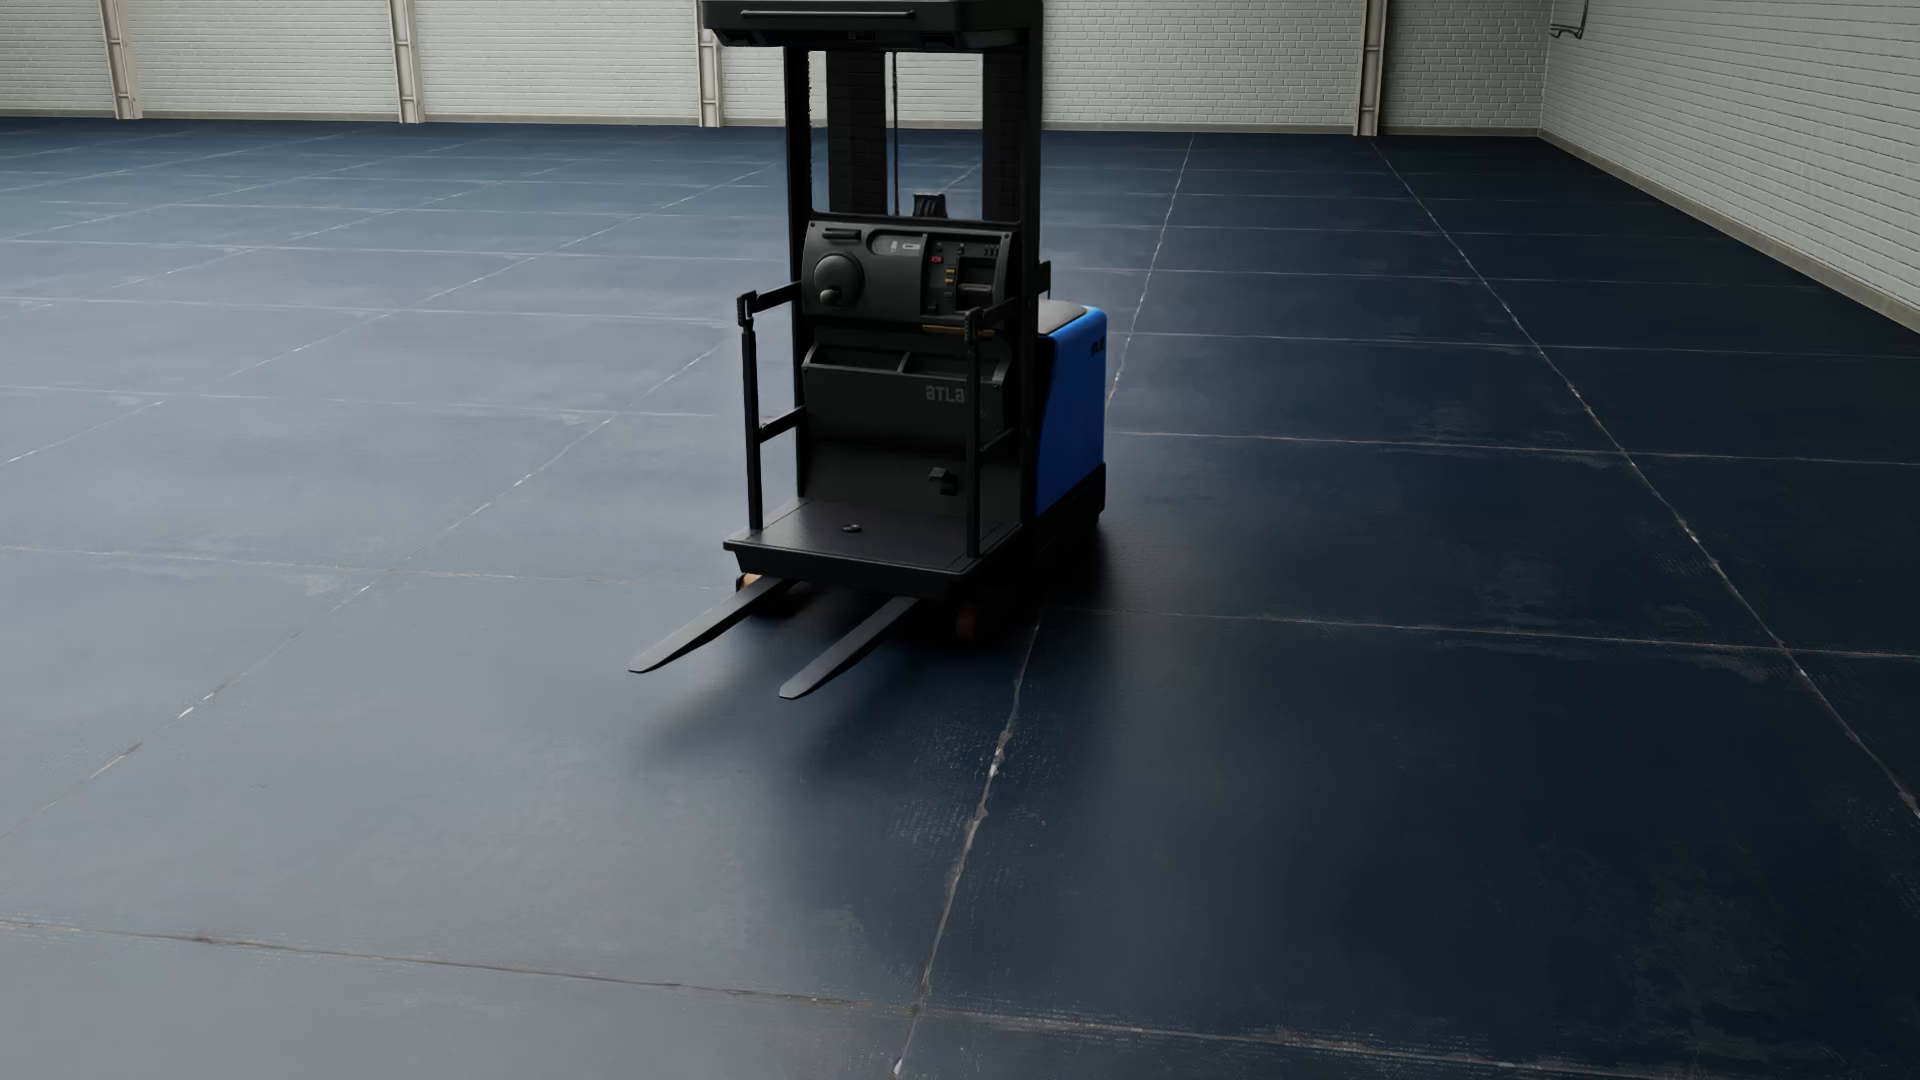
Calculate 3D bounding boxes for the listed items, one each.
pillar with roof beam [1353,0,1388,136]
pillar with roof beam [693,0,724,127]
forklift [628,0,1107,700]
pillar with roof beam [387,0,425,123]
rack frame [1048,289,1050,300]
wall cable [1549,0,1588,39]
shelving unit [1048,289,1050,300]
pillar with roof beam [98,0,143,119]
[{"bbox_3d":[6.497,-10.098,24.020,0.400,9.000,9.100,3,19,9],"label":"pillar with roof beam"},{"bbox_3d":[-5.351,-10.702,25.825,0.400,9.000,9.100,3,19,9],"label":"pillar with roof beam"},{"bbox_3d":[-0.306,-1.119,6.749,1.130,2.935,3.031,7,20,21],"label":"forklift"},{"bbox_3d":[-11.276,-11.004,26.728,0.400,9.000,9.100,3,19,9],"label":"pillar with roof beam"},{"bbox_3d":[0.410,-0.775,8.448,0.006,1.200,0.240,7,20,20],"label":"rack frame"},{"bbox_3d":[9.878,-9.411,26.863,0.112,2.526,3.097,3,19,9],"label":"wall cable"},{"bbox_3d":[0.325,-0.785,8.479,0.189,1.200,0.258,7,20,20],"label":"shelving unit"},{"bbox_3d":[-17.200,-11.306,27.630,0.400,9.000,9.100,3,19,9],"label":"pillar with roof beam"}]
